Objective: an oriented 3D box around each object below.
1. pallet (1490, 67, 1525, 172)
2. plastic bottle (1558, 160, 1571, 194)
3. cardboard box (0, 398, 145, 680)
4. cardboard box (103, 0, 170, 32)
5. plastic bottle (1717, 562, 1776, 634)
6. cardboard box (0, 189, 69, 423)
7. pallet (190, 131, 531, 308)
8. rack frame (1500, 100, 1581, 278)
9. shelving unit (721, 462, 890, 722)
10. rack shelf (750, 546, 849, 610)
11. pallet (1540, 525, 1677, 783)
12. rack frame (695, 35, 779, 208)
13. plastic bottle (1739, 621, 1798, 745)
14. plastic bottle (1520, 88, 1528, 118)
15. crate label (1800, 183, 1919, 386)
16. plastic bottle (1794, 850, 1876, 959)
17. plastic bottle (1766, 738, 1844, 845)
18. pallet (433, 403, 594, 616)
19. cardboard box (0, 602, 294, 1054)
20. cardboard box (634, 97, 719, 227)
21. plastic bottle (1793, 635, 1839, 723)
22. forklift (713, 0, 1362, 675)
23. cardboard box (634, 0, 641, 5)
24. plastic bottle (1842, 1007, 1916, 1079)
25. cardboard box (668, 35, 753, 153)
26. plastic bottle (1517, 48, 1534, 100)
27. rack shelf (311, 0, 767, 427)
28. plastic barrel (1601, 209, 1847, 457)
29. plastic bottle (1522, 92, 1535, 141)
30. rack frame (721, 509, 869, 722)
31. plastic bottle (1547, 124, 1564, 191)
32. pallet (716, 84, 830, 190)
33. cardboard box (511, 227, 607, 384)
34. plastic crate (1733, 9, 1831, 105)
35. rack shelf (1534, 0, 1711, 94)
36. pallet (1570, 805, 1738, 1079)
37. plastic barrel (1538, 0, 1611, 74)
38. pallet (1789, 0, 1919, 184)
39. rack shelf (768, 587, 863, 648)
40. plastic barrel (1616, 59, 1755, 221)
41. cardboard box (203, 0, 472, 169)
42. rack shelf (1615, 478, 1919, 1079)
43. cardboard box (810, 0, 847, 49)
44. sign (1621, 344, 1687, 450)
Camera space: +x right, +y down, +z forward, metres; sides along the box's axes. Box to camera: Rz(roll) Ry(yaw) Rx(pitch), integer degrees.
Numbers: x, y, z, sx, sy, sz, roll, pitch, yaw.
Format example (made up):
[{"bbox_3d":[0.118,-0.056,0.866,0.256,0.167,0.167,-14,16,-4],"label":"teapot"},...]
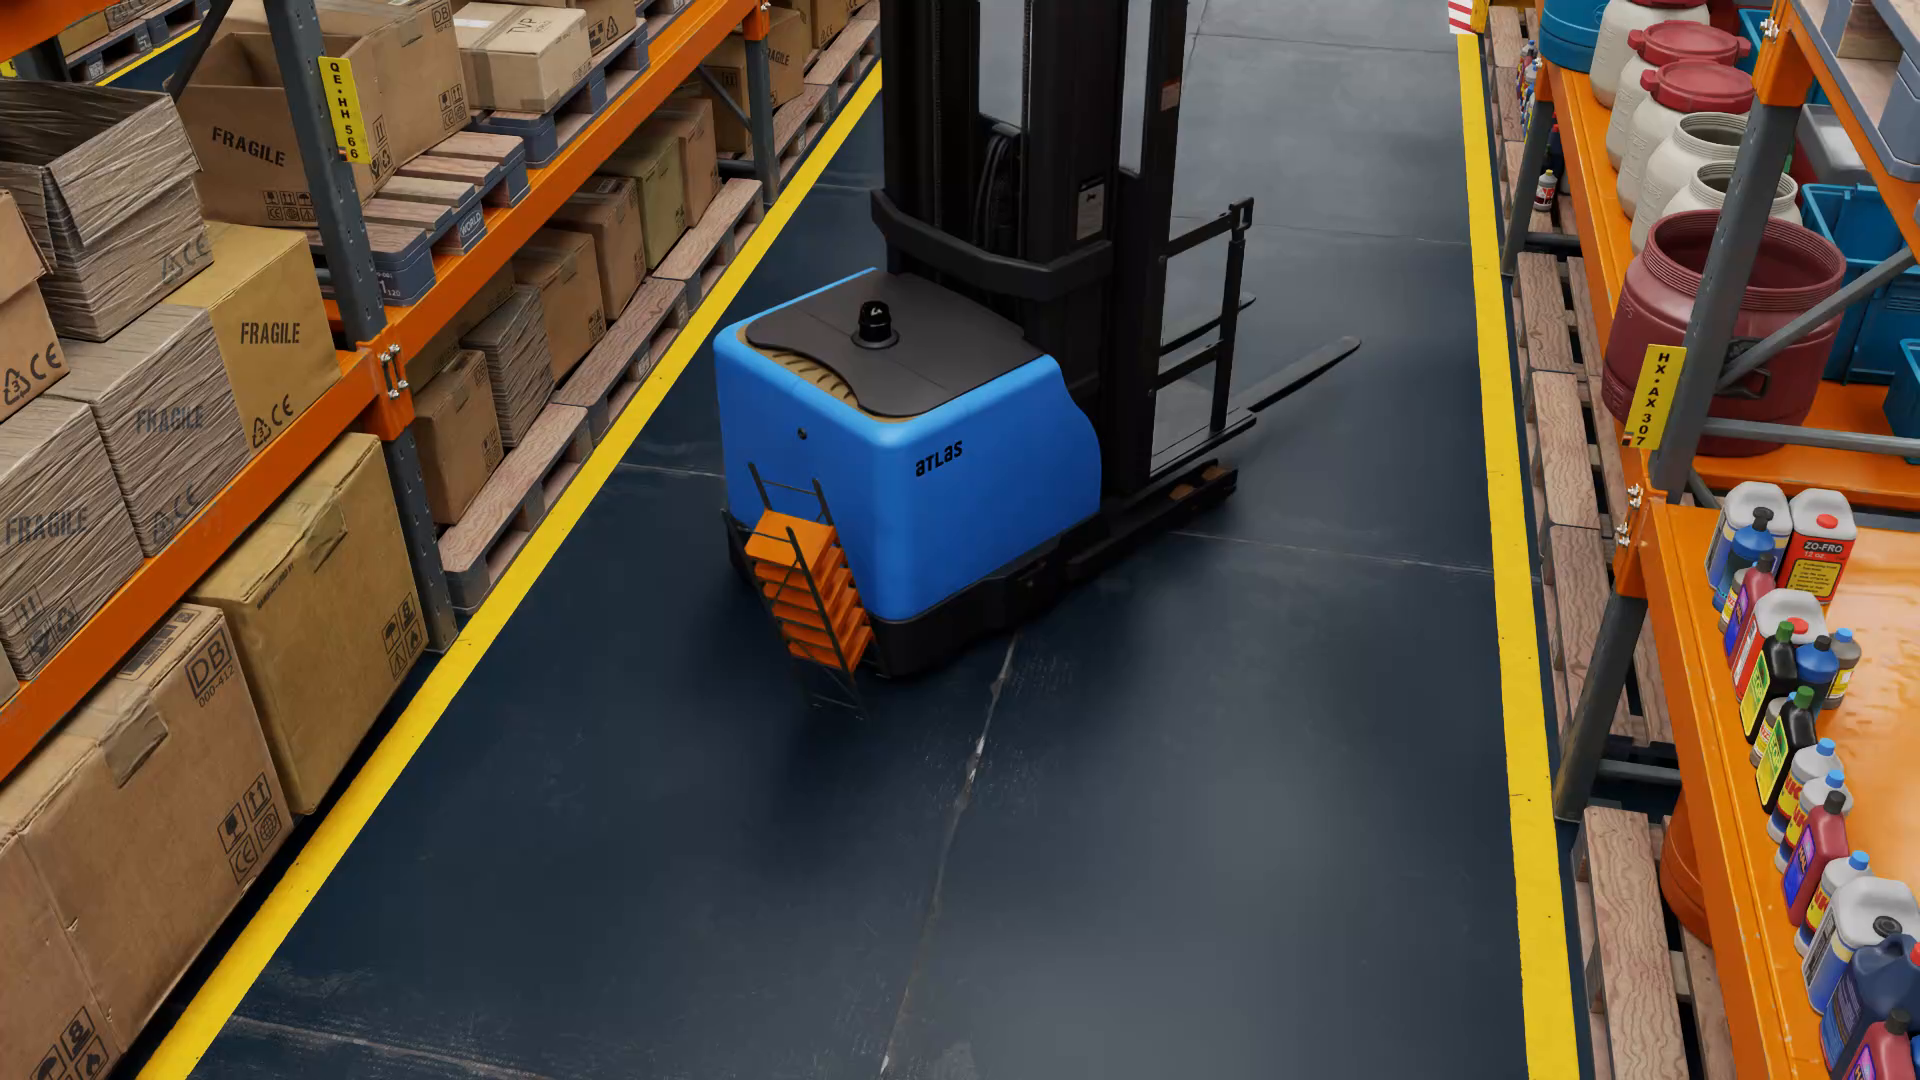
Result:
[{"bbox_3d":[3.752,-2.507,10.029,1.003,0.211,1.213,7,37,10],"label":"pallet"},{"bbox_3d":[3.306,-2.048,8.902,0.144,0.351,0.185,7,37,10],"label":"plastic bottle"},{"bbox_3d":[-2.467,-0.026,4.144,0.500,0.500,0.500,6,36,8],"label":"cardboard box"},{"bbox_3d":[-5.961,-4.034,11.213,0.875,0.875,0.875,8,37,10],"label":"cardboard box"},{"bbox_3d":[1.975,0.145,4.163,0.097,0.201,0.097,0,36,0],"label":"plastic bottle"},{"bbox_3d":[-2.697,-0.539,3.997,0.797,0.503,0.637,8,37,11],"label":"cardboard box"},{"bbox_3d":[-2.335,-1.227,6.050,1.213,0.211,1.003,7,37,10],"label":"pallet"},{"bbox_3d":[3.310,-2.555,7.719,1.000,3.000,0.127,7,37,10],"label":"rack frame"},{"bbox_3d":[-0.483,0.202,5.456,0.258,1.200,0.189,15,59,19],"label":"shelving unit"},{"bbox_3d":[-0.511,0.092,5.297,0.258,0.103,0.180,15,59,19],"label":"rack shelf"},{"bbox_3d":[2.659,0.428,5.979,1.003,0.211,1.213,7,37,10],"label":"pallet"},{"bbox_3d":[-1.529,-3.176,8.576,1.000,3.000,0.127,7,37,10],"label":"rack frame"},{"bbox_3d":[1.875,0.330,3.839,0.061,0.283,0.133,7,37,10],"label":"plastic bottle"},{"bbox_3d":[3.357,-2.582,9.766,0.097,0.201,0.097,0,36,0],"label":"plastic bottle"},{"bbox_3d":[2.932,-0.812,5.284,0.502,0.435,0.616,7,37,10],"label":"crate label"},{"bbox_3d":[1.749,0.723,3.306,0.097,0.271,0.097,0,36,0],"label":"plastic bottle"},{"bbox_3d":[1.819,0.535,3.565,0.097,0.271,0.097,0,36,0],"label":"plastic bottle"},{"bbox_3d":[-2.215,-0.201,6.848,1.003,0.211,1.213,7,37,10],"label":"pallet"},{"bbox_3d":[-2.749,0.711,4.666,1.225,0.875,0.875,7,37,10],"label":"cardboard box"},{"bbox_3d":[-1.681,-1.992,8.698,0.700,0.500,0.500,5,36,6],"label":"cardboard box"},{"bbox_3d":[1.956,0.334,3.843,0.097,0.271,0.097,0,36,0],"label":"plastic bottle"},{"bbox_3d":[0.515,-1.451,6.254,3.031,2.935,1.130,-29,45,-34],"label":"forklift"},{"bbox_3d":[-1.836,-3.151,7.672,1.000,1.000,1.000,8,37,10],"label":"cardboard box"},{"bbox_3d":[1.638,0.965,2.961,0.061,0.283,0.133,7,37,10],"label":"plastic bottle"},{"bbox_3d":[-1.405,-2.558,9.495,0.500,0.500,0.500,6,36,9],"label":"cardboard box"},{"bbox_3d":[3.406,-2.798,9.995,0.061,0.283,0.133,8,37,11],"label":"plastic bottle"},{"bbox_3d":[-1.956,-1.738,7.205,1.077,0.370,4.000,7,37,10],"label":"rack shelf"},{"bbox_3d":[2.258,-0.621,4.934,0.600,0.536,0.708,7,37,10],"label":"plastic barrel"},{"bbox_3d":[3.314,-2.423,9.484,0.152,0.276,0.135,8,37,11],"label":"plastic bottle"},{"bbox_3d":[-0.517,0.275,5.412,0.240,1.200,0.006,15,59,19],"label":"rack frame"},{"bbox_3d":[3.166,-2.066,8.927,0.144,0.351,0.185,6,36,9],"label":"plastic bottle"},{"bbox_3d":[-1.420,-2.436,9.931,1.003,0.211,1.213,7,37,10],"label":"pallet"},{"bbox_3d":[-2.040,-1.081,7.440,0.700,0.500,0.500,10,37,14],"label":"cardboard box"},{"bbox_3d":[3.378,-1.877,6.797,0.392,0.384,0.575,7,37,10],"label":"plastic crate"},{"bbox_3d":[3.737,-3.410,9.512,1.077,0.370,4.000,7,37,10],"label":"rack shelf"},{"bbox_3d":[2.328,1.325,4.742,1.003,0.211,1.213,7,37,10],"label":"pallet"},{"bbox_3d":[2.931,-2.574,7.319,0.600,0.901,0.708,7,37,10],"label":"plastic barrel"},{"bbox_3d":[2.196,-0.973,3.142,1.003,0.211,1.213,7,37,10],"label":"pallet"},{"bbox_3d":[-0.477,0.227,5.492,0.258,0.103,0.180,15,59,19],"label":"rack shelf"},{"bbox_3d":[2.642,-1.420,6.038,0.433,0.535,0.433,0,36,0],"label":"plastic barrel"},{"bbox_3d":[-2.286,-1.740,6.152,0.700,0.500,0.500,13,38,17],"label":"cardboard box"},{"bbox_3d":[2.028,1.176,3.184,1.077,0.370,4.000,7,37,10],"label":"rack shelf"},{"bbox_3d":[-1.071,-3.567,10.888,0.500,0.500,0.500,11,37,14],"label":"cardboard box"},{"bbox_3d":[1.916,-0.393,4.597,0.100,0.325,0.005,7,37,10],"label":"sign"}]
